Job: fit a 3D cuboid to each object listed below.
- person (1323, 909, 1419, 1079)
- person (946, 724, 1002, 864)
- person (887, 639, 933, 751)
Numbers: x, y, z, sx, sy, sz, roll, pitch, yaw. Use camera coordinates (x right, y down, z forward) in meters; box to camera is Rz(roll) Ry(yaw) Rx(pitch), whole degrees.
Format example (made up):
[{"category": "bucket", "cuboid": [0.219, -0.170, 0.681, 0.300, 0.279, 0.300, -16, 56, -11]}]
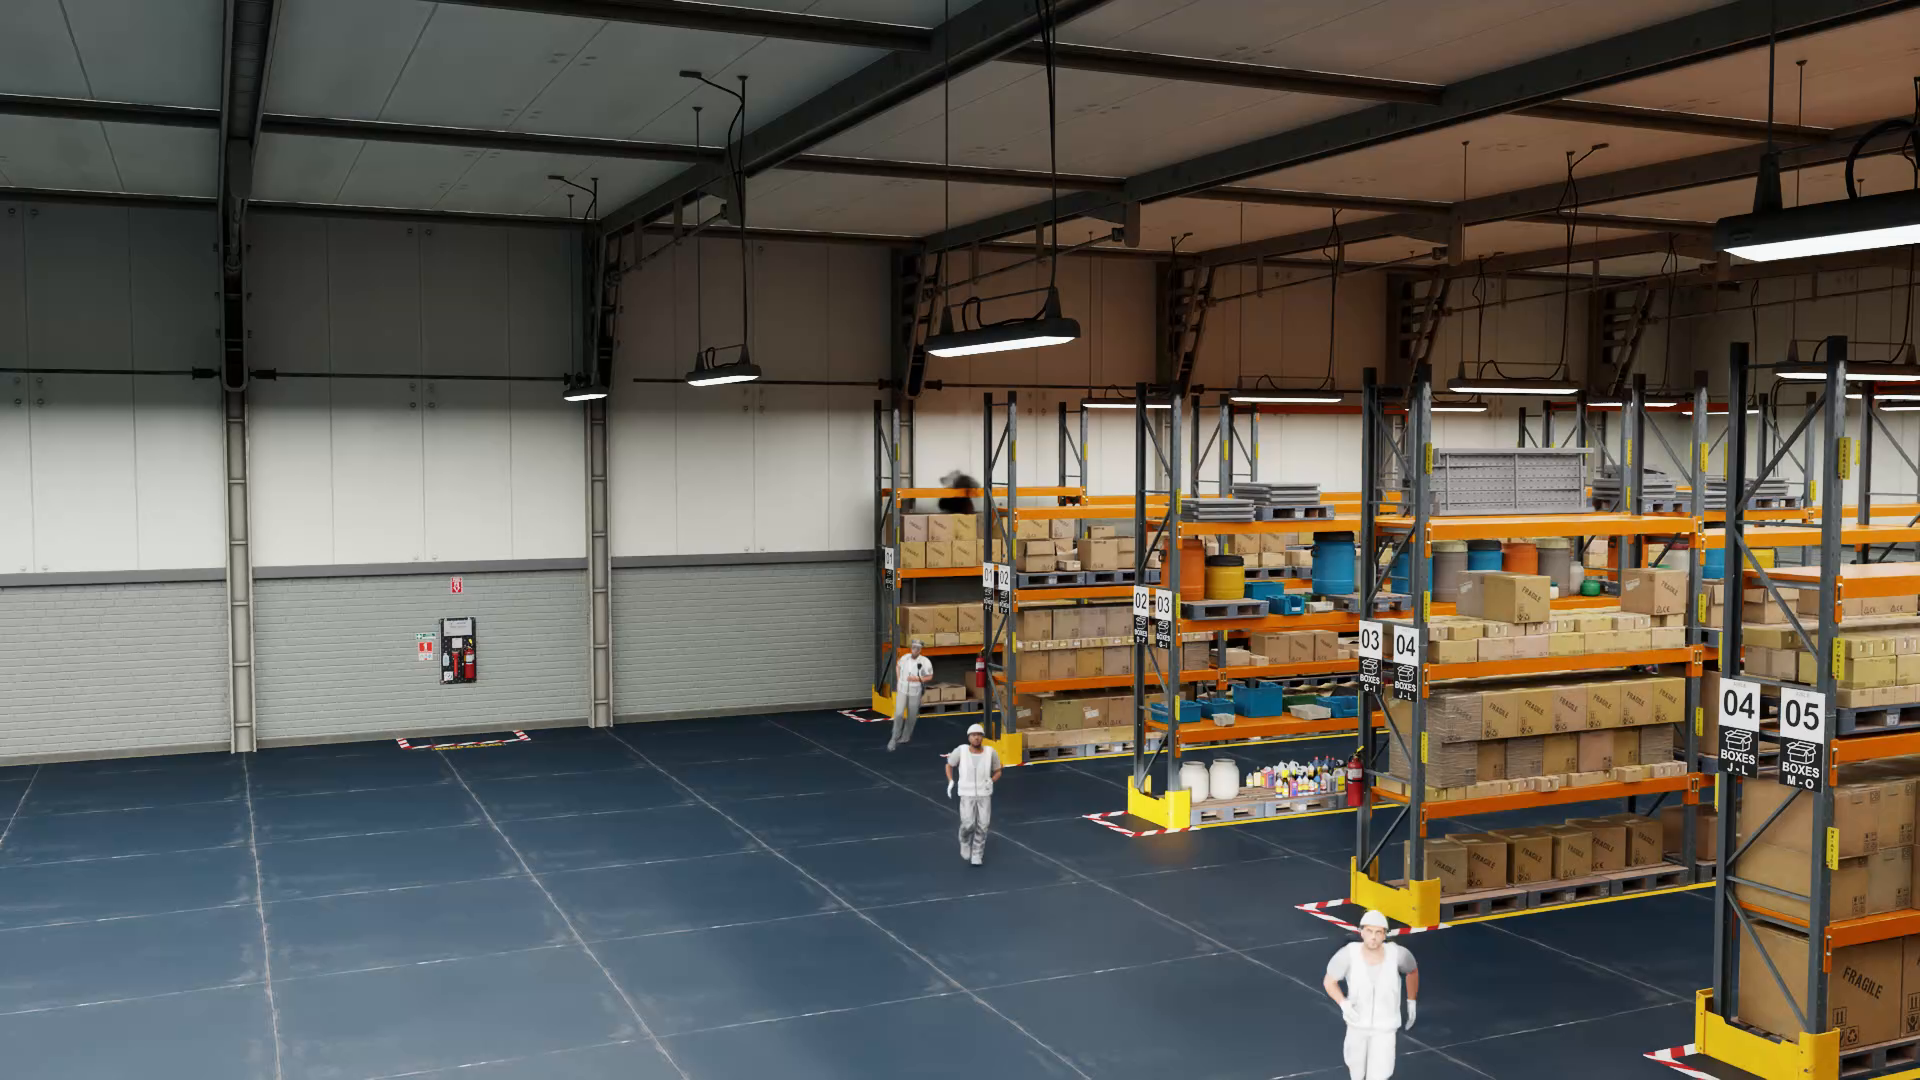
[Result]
[{"category": "person", "cuboid": [3.013, 3.561, 12.202, 0.684, 1.775, 1.031, 1, 3, 14]}, {"category": "person", "cuboid": [0.185, 3.110, 20.235, 0.679, 1.738, 0.603, 0, 3, -6]}, {"category": "person", "cuboid": [-0.796, 2.492, 26.881, 0.736, 1.815, 0.653, 0, 3, 8]}]
